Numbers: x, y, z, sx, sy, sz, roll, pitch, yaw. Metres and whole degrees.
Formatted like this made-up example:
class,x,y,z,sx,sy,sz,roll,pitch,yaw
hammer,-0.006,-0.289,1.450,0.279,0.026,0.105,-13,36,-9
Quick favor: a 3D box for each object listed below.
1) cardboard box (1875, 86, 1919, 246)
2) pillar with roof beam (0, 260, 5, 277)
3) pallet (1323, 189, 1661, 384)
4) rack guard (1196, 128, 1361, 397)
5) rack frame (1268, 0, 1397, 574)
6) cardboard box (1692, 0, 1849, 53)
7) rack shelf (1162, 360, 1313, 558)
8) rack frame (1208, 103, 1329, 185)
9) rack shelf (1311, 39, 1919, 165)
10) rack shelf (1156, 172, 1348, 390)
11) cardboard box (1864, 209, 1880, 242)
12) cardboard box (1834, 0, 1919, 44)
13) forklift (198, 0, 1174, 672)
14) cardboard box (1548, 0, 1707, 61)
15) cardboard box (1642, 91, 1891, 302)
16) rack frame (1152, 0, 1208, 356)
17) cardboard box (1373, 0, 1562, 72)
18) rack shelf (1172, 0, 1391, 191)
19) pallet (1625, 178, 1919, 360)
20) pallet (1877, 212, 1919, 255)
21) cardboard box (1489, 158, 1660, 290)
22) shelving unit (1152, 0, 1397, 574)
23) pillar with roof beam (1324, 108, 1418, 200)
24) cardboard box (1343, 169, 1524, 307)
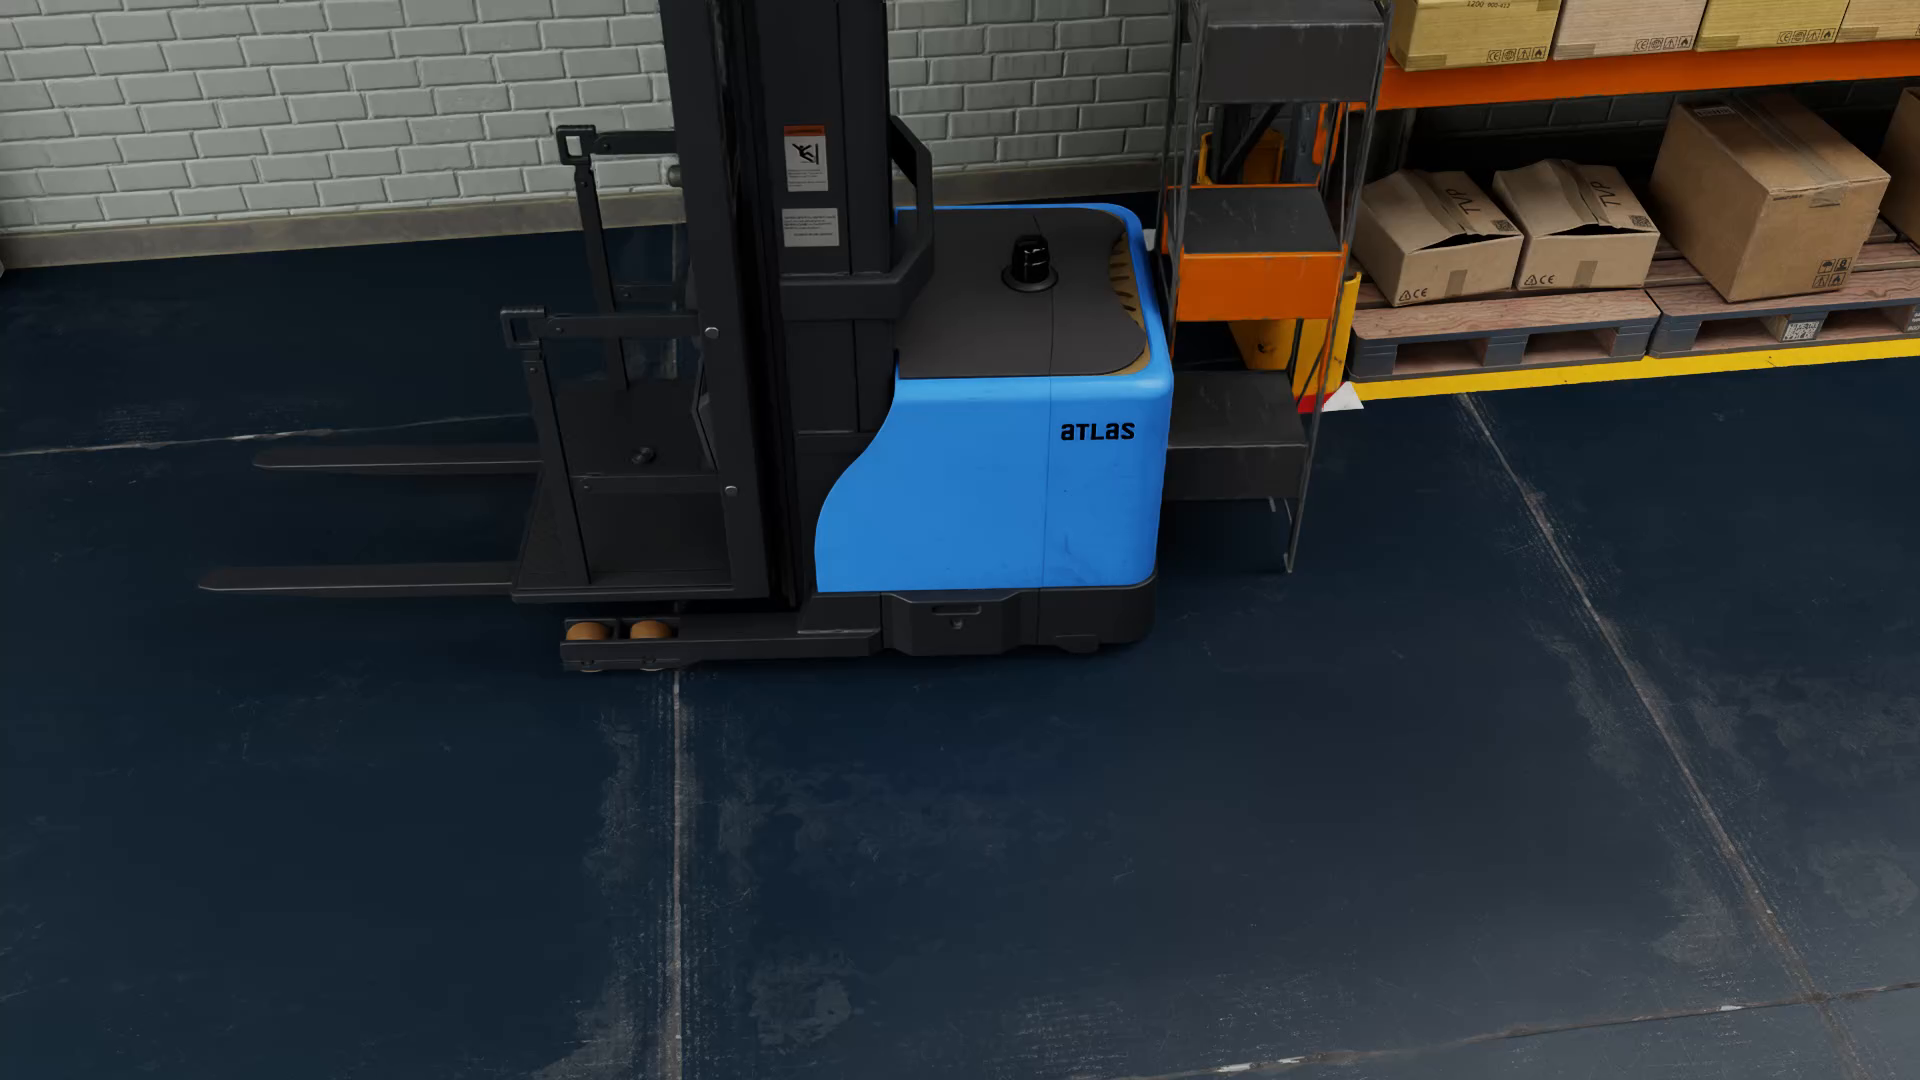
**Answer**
class,x,y,z,sx,sy,sz,roll,pitch,yaw
cardboard box,4.096,-1.513,6.725,0.500,0.500,0.500,-8,43,-9
pillar with roof beam,-3.655,-1.530,0.727,0.400,9.000,9.100,-5,42,-6
pallet,2.040,-1.065,6.773,1.213,0.211,1.003,-5,42,-6
rack guard,1.229,-1.125,6.624,0.348,0.500,1.175,-5,42,-6
rack frame,1.108,-0.799,5.069,0.015,2.100,0.400,-1,42,-1
cardboard box,2.698,-1.925,5.741,0.500,0.250,0.500,-6,42,-6
rack shelf,0.864,-0.264,5.541,0.480,0.518,0.431,-1,42,-1
rack frame,1.154,-2.047,5.780,0.127,3.000,1.000,-5,42,-6
rack shelf,3.137,-1.953,6.213,4.000,0.370,1.077,-5,42,-6
rack shelf,0.864,-0.784,5.072,0.480,0.518,0.431,-1,42,-1
cardboard box,3.532,-1.373,6.833,0.250,0.149,0.380,-8,43,-9
cardboard box,3.200,-1.967,5.788,0.500,0.250,0.500,-5,42,-5
forklift,-0.907,-1.029,4.703,3.031,2.935,1.130,-1,42,-1
cardboard box,2.192,-1.885,5.697,0.500,0.250,0.500,-6,42,-7
cardboard box,3.151,-1.362,6.558,0.500,0.500,0.700,-7,43,-8
rack frame,0.620,-0.789,5.057,0.015,2.100,0.400,-1,42,-1
cardboard box,1.679,-1.830,5.636,0.500,0.250,0.500,-6,42,-7
rack shelf,0.864,-1.304,4.603,0.480,0.518,0.431,-1,42,-1
pallet,3.247,-1.169,6.888,1.213,0.211,1.003,-5,42,-6
pallet,4.459,-1.277,7.008,1.213,0.211,1.003,-5,42,-6
cardboard box,2.417,-1.261,6.588,0.500,0.311,0.500,-2,42,-2
shelving unit,0.864,-0.794,5.063,0.503,2.100,0.431,-1,42,-1
pillar with roof beam,2.294,-2.051,1.305,0.400,9.000,9.100,-5,42,-6
cardboard box,1.852,-1.212,6.533,0.500,0.311,0.500,-9,43,-10
